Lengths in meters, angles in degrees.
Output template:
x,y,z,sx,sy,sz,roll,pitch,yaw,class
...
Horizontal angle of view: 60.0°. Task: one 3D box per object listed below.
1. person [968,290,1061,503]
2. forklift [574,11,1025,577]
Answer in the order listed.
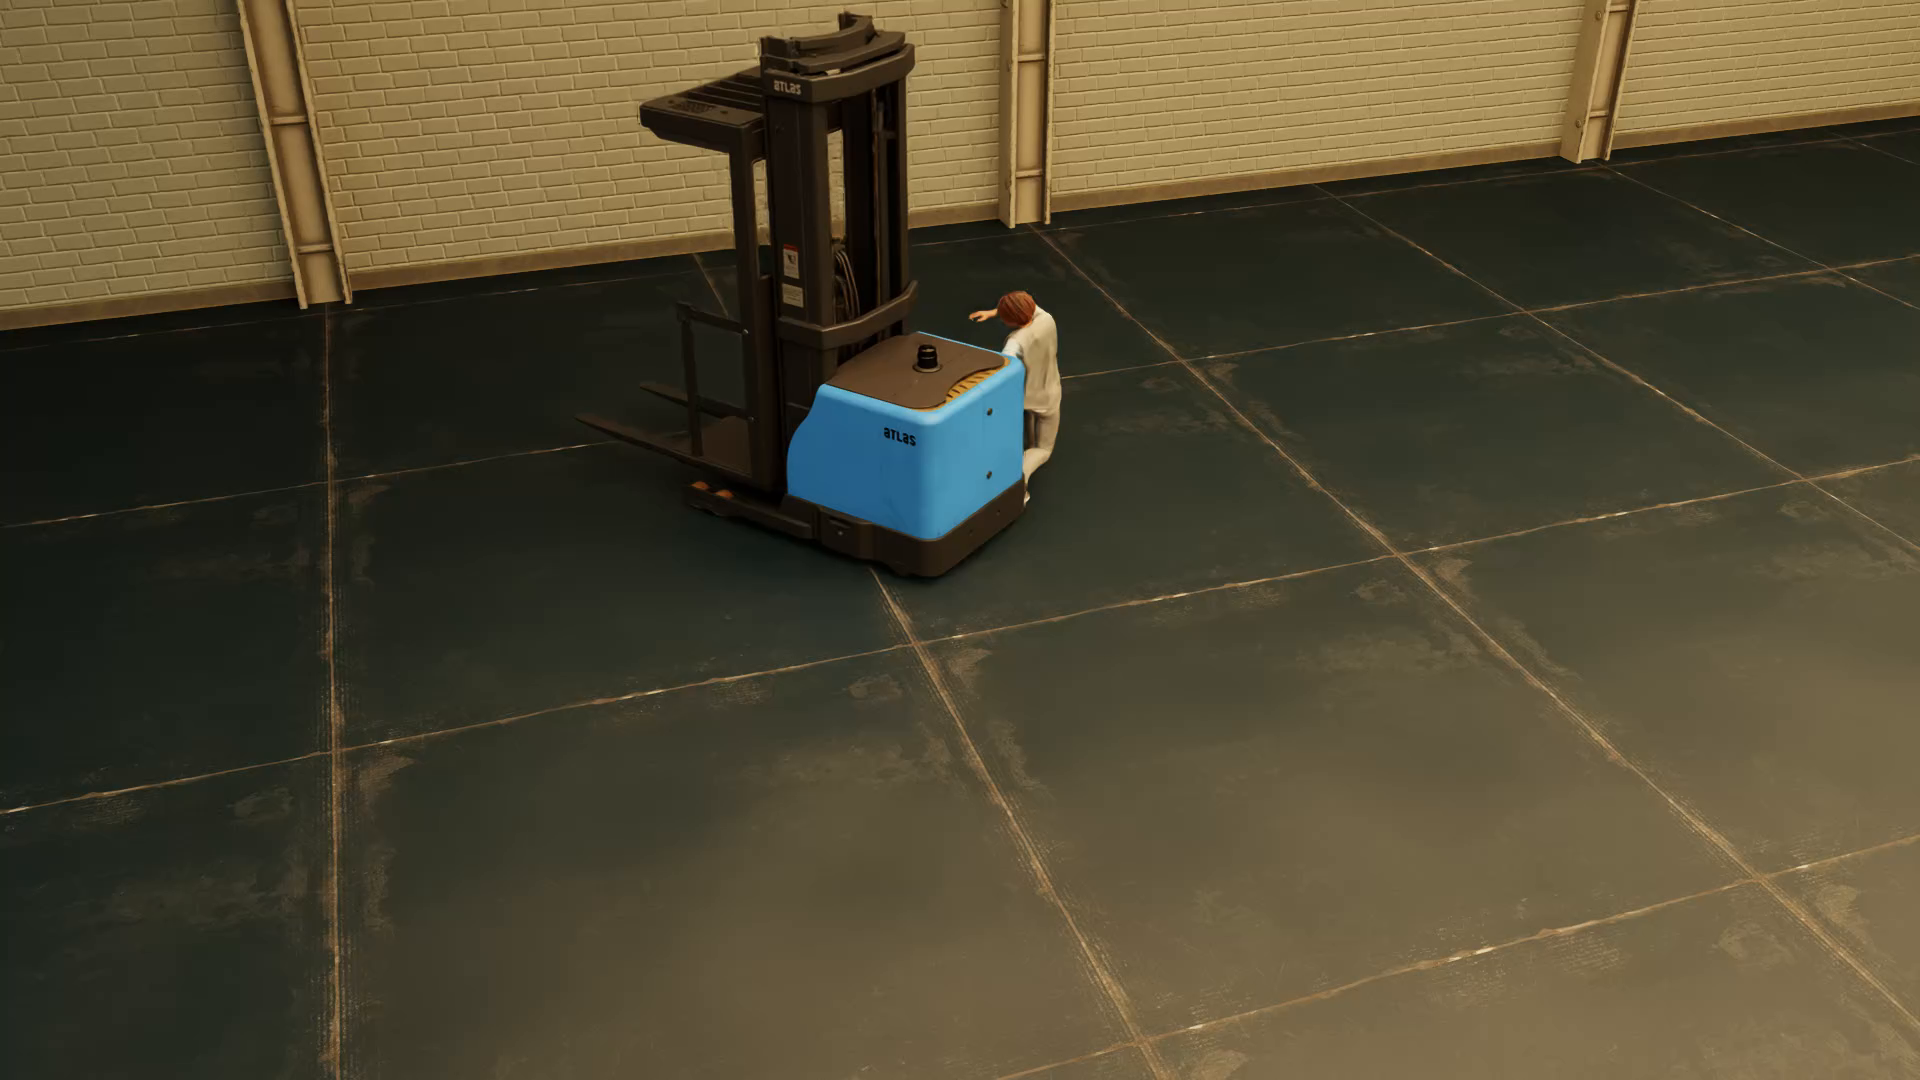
x,y,z,sx,sy,sz,roll,pitch,yaw,class
0.280,-0.926,10.325,0.701,1.355,0.879,0,30,0,person
-1.115,-1.612,9.888,3.031,2.935,1.130,18,35,29,forklift
